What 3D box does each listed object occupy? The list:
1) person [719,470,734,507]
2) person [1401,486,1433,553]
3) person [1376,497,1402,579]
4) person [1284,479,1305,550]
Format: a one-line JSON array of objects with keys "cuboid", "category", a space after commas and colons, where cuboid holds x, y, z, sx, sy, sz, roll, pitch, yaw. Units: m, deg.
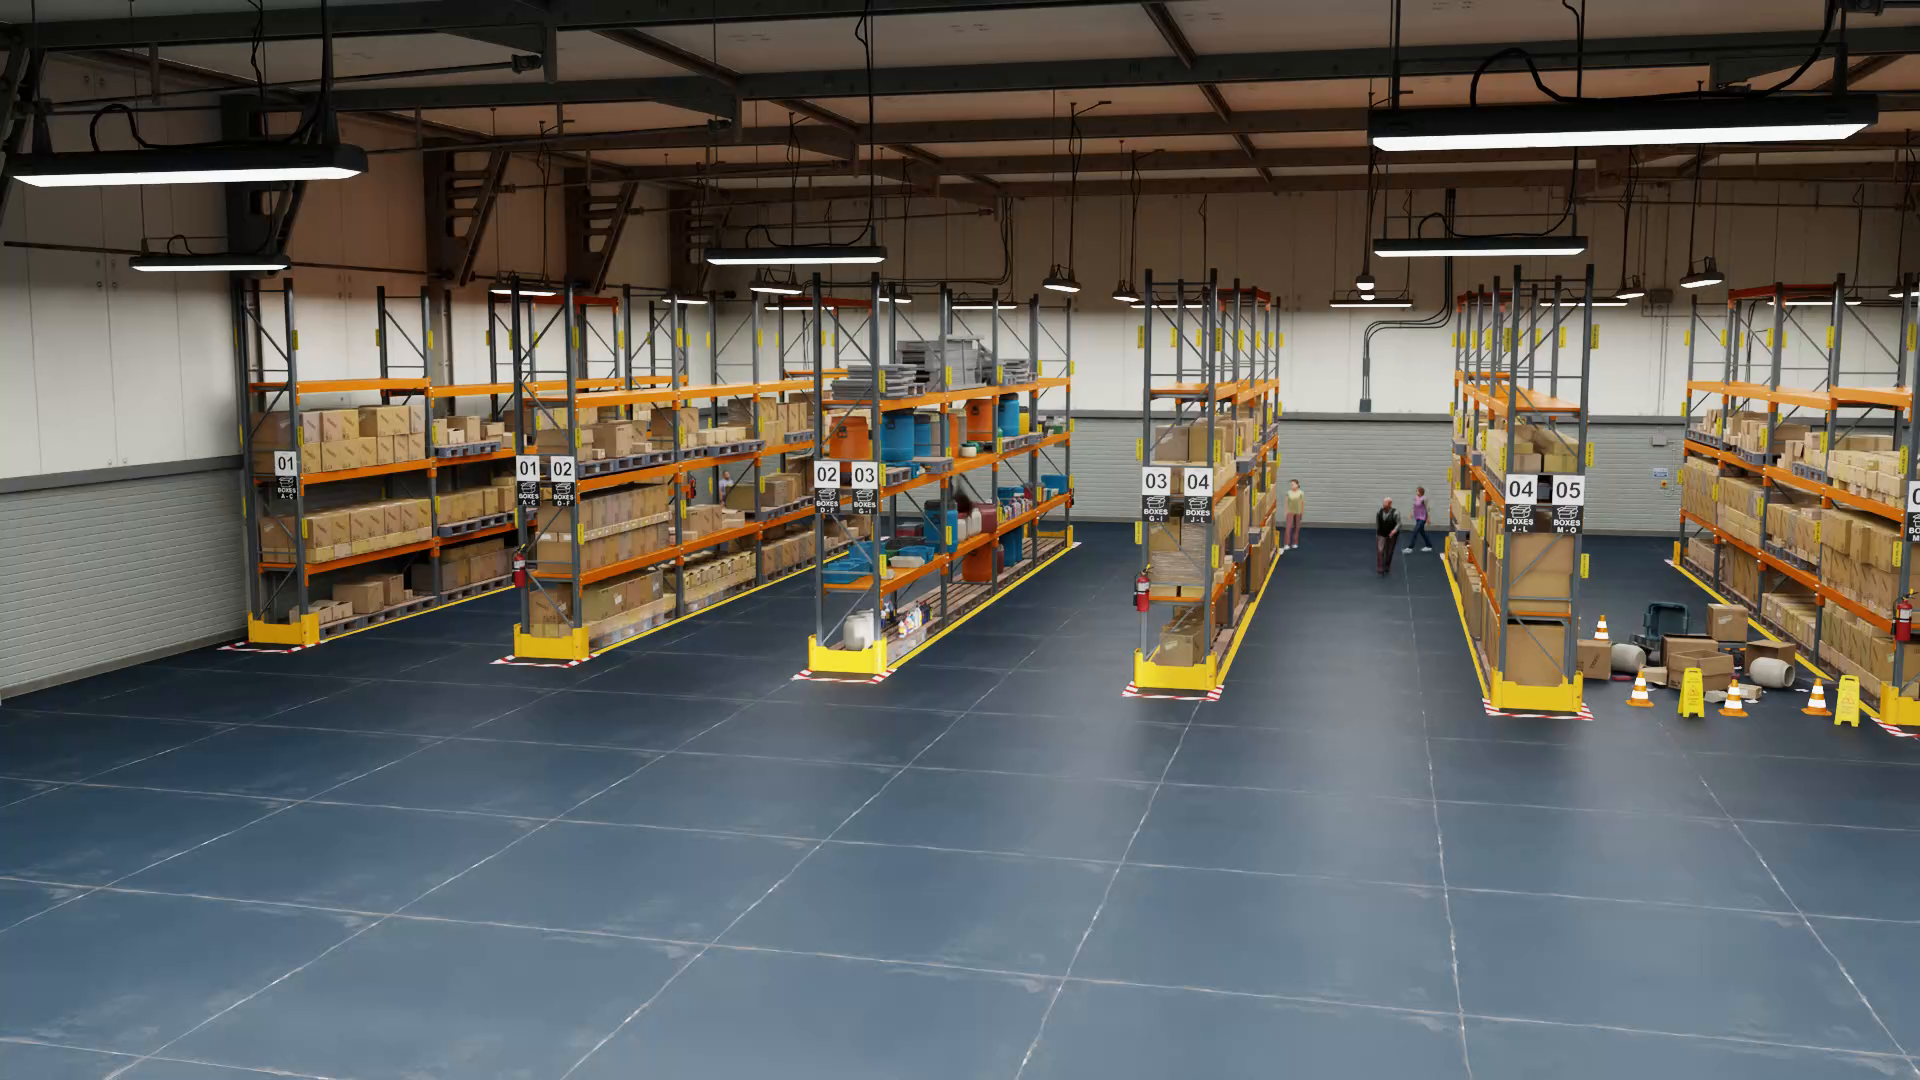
[{"cuboid": [-6.099, -1.026, 43.467, 0.501, 1.619, 0.701, -6, 9, -42], "category": "person"}, {"cuboid": [10.818, -0.484, 39.280, 0.864, 1.567, 0.439, -1, 7, -12], "category": "person"}, {"cuboid": [9.123, -0.064, 35.413, 0.536, 1.700, 0.992, 2, 7, 14], "category": "person"}, {"cuboid": [8.075, -0.623, 40.114, 0.481, 1.685, 0.531, 1, 7, 7], "category": "person"}]
